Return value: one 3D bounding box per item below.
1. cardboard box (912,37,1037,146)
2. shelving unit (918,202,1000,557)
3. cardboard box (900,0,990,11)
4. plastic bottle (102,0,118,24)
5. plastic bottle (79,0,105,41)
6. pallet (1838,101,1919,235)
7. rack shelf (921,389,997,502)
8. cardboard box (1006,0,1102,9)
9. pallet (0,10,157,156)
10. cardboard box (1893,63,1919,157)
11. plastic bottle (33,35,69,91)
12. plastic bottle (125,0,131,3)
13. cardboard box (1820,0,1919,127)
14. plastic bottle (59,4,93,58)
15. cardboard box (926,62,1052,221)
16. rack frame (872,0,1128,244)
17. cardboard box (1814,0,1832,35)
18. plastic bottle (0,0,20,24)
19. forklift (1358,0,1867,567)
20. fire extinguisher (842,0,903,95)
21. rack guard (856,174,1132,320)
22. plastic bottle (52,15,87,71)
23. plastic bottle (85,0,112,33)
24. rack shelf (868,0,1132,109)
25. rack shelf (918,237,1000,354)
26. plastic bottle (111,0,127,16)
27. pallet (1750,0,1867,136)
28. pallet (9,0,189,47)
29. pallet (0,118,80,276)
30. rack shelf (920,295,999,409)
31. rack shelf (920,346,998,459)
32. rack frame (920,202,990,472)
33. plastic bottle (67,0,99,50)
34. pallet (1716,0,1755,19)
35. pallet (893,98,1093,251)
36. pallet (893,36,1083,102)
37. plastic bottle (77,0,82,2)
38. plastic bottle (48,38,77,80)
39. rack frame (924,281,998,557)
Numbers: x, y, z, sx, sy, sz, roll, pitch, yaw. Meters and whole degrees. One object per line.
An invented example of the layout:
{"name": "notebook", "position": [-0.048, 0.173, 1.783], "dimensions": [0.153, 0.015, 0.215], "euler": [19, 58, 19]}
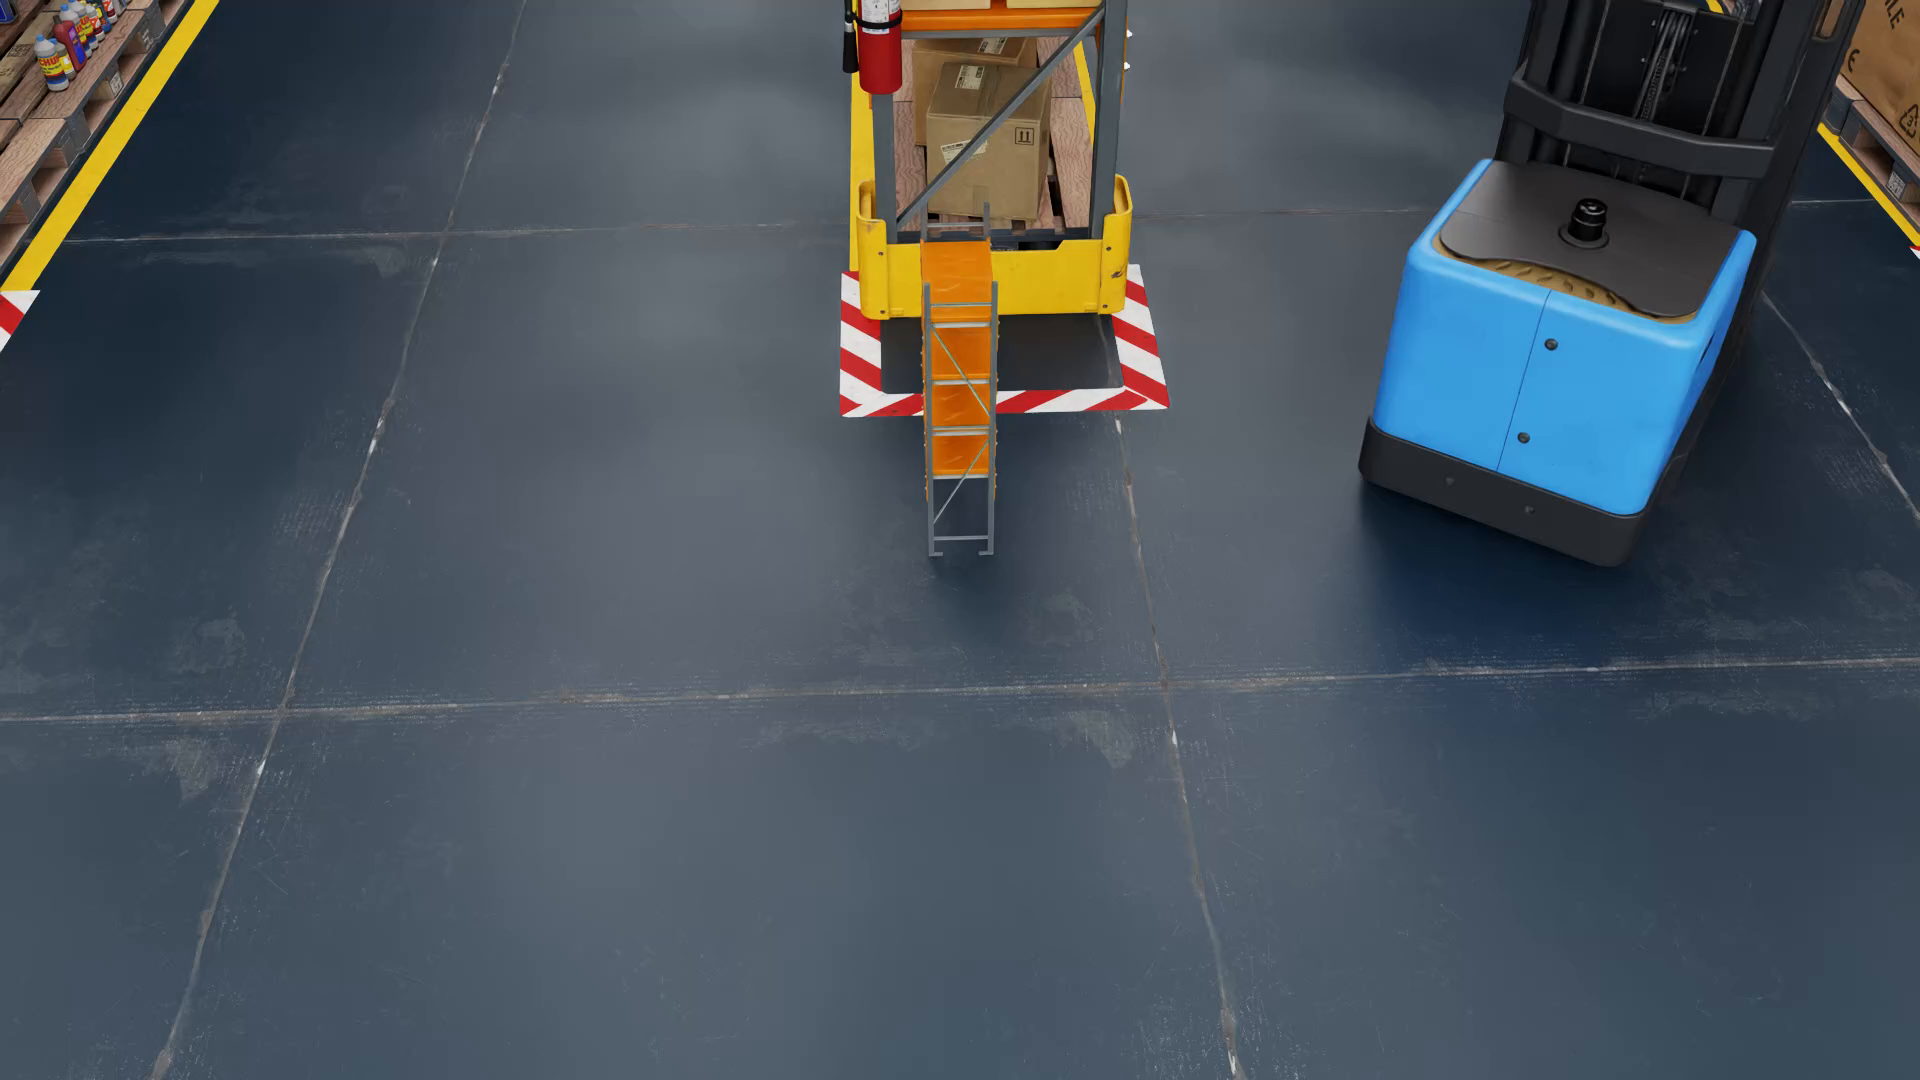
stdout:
{"name": "cardboard box", "position": [0.075, -2.212, 7.983], "dimensions": [0.500, 0.500, 0.500], "euler": [9, 43, 9]}
{"name": "shelving unit", "position": [-0.007, -0.554, 5.966], "dimensions": [0.258, 1.200, 0.503], "euler": [-2, 43, -2]}
{"name": "cardboard box", "position": [-0.074, -2.248, 6.669], "dimensions": [0.380, 0.149, 0.250], "euler": [-2, 43, -2]}
{"name": "plastic bottle", "position": [-4.601, -2.880, 8.918], "dimensions": [0.097, 0.201, 0.097], "euler": [0, 43, 0]}
{"name": "plastic bottle", "position": [-4.592, -2.742, 8.767], "dimensions": [0.097, 0.201, 0.097], "euler": [0, 43, 0]}
{"name": "pallet", "position": [4.992, -1.738, 7.990], "dimensions": [1.003, 0.211, 1.213], "euler": [-2, 43, -2]}
{"name": "rack shelf", "position": [-0.007, -0.358, 6.146], "dimensions": [0.258, 0.148, 0.480], "euler": [-2, 43, -2]}
{"name": "cardboard box", "position": [0.371, -2.261, 6.683], "dimensions": [0.380, 0.149, 0.250], "euler": [-2, 43, -2]}
{"name": "pallet", "position": [-4.932, -2.405, 8.717], "dimensions": [1.003, 0.211, 1.213], "euler": [-2, 43, -2]}
{"name": "cardboard box", "position": [5.010, -2.056, 7.535], "dimensions": [0.875, 0.875, 0.875], "euler": [-1, 43, -2]}
{"name": "plastic bottle", "position": [-4.569, -2.402, 8.344], "dimensions": [0.097, 0.271, 0.097], "euler": [0, 43, 0]}
{"name": "plastic bottle", "position": [-4.636, -3.124, 9.073], "dimensions": [0.144, 0.351, 0.185], "euler": [-2, 43, -2]}
{"name": "cardboard box", "position": [4.970, -2.650, 8.183], "dimensions": [0.875, 0.875, 0.875], "euler": [-2, 43, -2]}
{"name": "plastic bottle", "position": [-4.584, -2.633, 8.596], "dimensions": [0.097, 0.271, 0.097], "euler": [0, 43, 0]}
{"name": "cardboard box", "position": [0.135, -1.810, 7.544], "dimensions": [0.500, 0.500, 0.500], "euler": [6, 43, 6]}
{"name": "rack frame", "position": [0.145, -2.154, 6.381], "dimensions": [1.000, 3.000, 0.127], "euler": [-2, 43, -2]}
{"name": "cardboard box", "position": [4.934, -3.266, 8.854], "dimensions": [0.875, 0.875, 0.875], "euler": [-1, 43, -1]}
{"name": "plastic bottle", "position": [-5.181, -2.921, 8.907], "dimensions": [0.152, 0.276, 0.135], "euler": [-2, 43, -2]}
{"name": "forklift", "position": [2.756, -1.956, 6.215], "dimensions": [1.130, 2.935, 3.031], "euler": [23, 47, 23]}
{"name": "fire extinguisher", "position": [-0.311, -2.035, 6.308], "dimensions": [0.296, 0.674, 0.183], "euler": [-2, 43, -2]}
{"name": "rack guard", "position": [0.142, -1.284, 7.281], "dimensions": [1.175, 0.500, 0.348], "euler": [-2, 43, -2]}
{"name": "plastic bottle", "position": [-4.561, -2.559, 8.507], "dimensions": [0.061, 0.283, 0.133], "euler": [-1, 43, -1]}
{"name": "plastic bottle", "position": [-4.597, -2.837, 8.819], "dimensions": [0.097, 0.271, 0.097], "euler": [0, 43, 0]}
{"name": "rack shelf", "position": [0.060, -3.239, 8.097], "dimensions": [1.077, 0.370, 4.000], "euler": [-2, 43, -2]}
{"name": "rack shelf", "position": [-0.007, -0.844, 5.701], "dimensions": [0.258, 0.148, 0.480], "euler": [-2, 43, -2]}
{"name": "plastic bottle", "position": [-4.633, -2.987, 8.979], "dimensions": [0.152, 0.276, 0.135], "euler": [-1, 43, -1]}
{"name": "pallet", "position": [4.944, -2.560, 8.886], "dimensions": [1.003, 0.211, 1.213], "euler": [-2, 43, -2]}
{"name": "pallet", "position": [-4.987, -3.230, 9.618], "dimensions": [1.003, 0.211, 1.213], "euler": [-2, 43, -2]}
{"name": "pallet", "position": [-4.883, -1.583, 7.821], "dimensions": [1.003, 0.211, 1.213], "euler": [-2, 43, -2]}
{"name": "rack shelf", "position": [-0.007, -0.669, 5.861], "dimensions": [0.258, 0.148, 0.480], "euler": [-2, 43, -2]}
{"name": "rack shelf", "position": [-0.007, -0.504, 6.012], "dimensions": [0.258, 0.148, 0.480], "euler": [-2, 43, -2]}
{"name": "rack frame", "position": [-0.017, -0.719, 6.146], "dimensions": [0.240, 1.200, 0.015], "euler": [-2, 43, -2]}
{"name": "plastic bottle", "position": [-4.588, -2.701, 8.670], "dimensions": [0.097, 0.271, 0.097], "euler": [0, 43, 0]}
{"name": "pallet", "position": [4.889, -3.385, 9.787], "dimensions": [1.003, 0.211, 1.213], "euler": [-2, 43, -2]}
{"name": "pallet", "position": [0.142, -1.727, 7.978], "dimensions": [1.003, 0.211, 1.213], "euler": [-2, 43, -2]}
{"name": "pallet", "position": [0.094, -2.549, 8.875], "dimensions": [1.003, 0.211, 1.213], "euler": [-2, 43, -2]}
{"name": "plastic bottle", "position": [-4.740, -2.986, 8.973], "dimensions": [0.061, 0.283, 0.133], "euler": [-2, 43, -2]}
{"name": "plastic bottle", "position": [-4.574, -2.446, 8.444], "dimensions": [0.097, 0.201, 0.097], "euler": [0, 43, 0]}
{"name": "rack frame", "position": [0.003, -0.389, 5.787], "dimensions": [0.240, 1.200, 0.015], "euler": [-2, 43, -2]}
